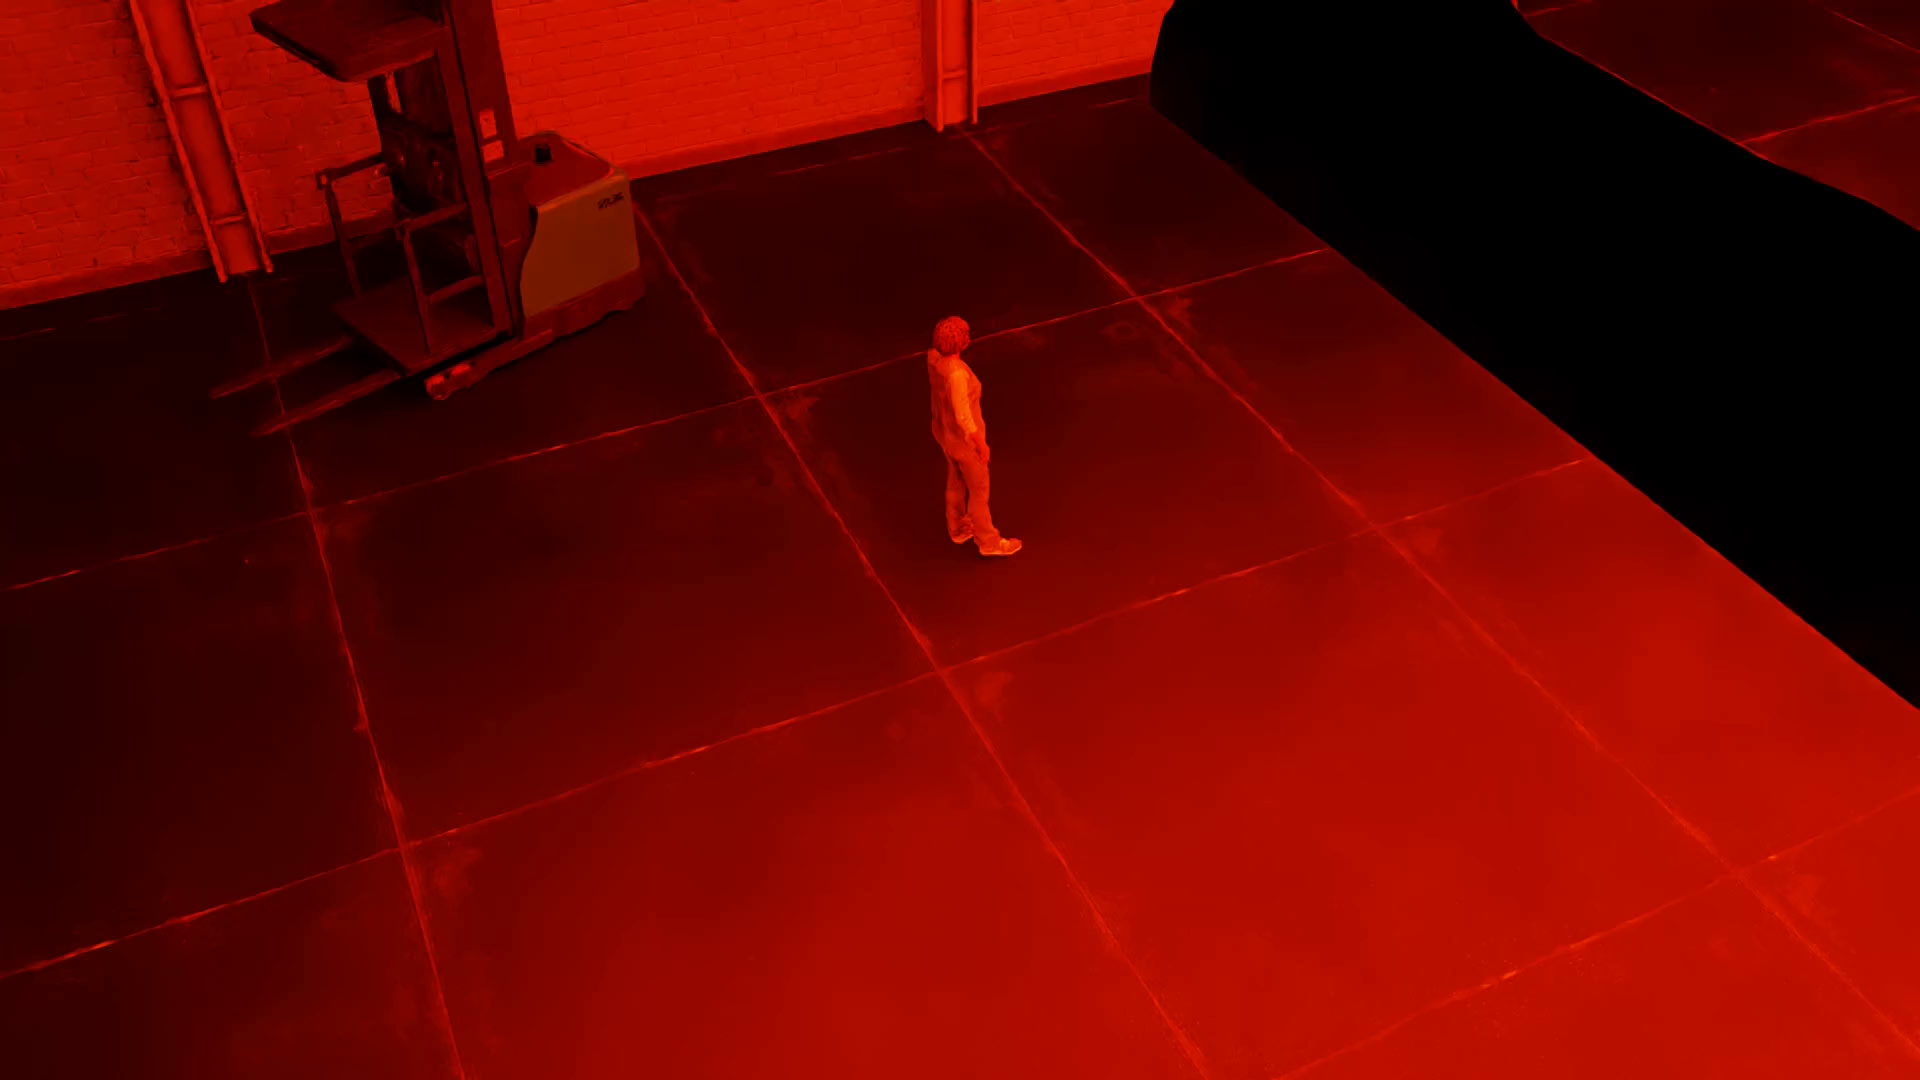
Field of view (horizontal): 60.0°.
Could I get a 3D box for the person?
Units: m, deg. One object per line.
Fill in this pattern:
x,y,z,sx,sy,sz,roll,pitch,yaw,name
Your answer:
0.073,-0.630,9.802,0.474,1.597,0.521,-17,43,-19,person

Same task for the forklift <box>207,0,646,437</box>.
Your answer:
-3.736,-2.463,10.968,1.130,2.935,3.031,33,50,33,forklift
